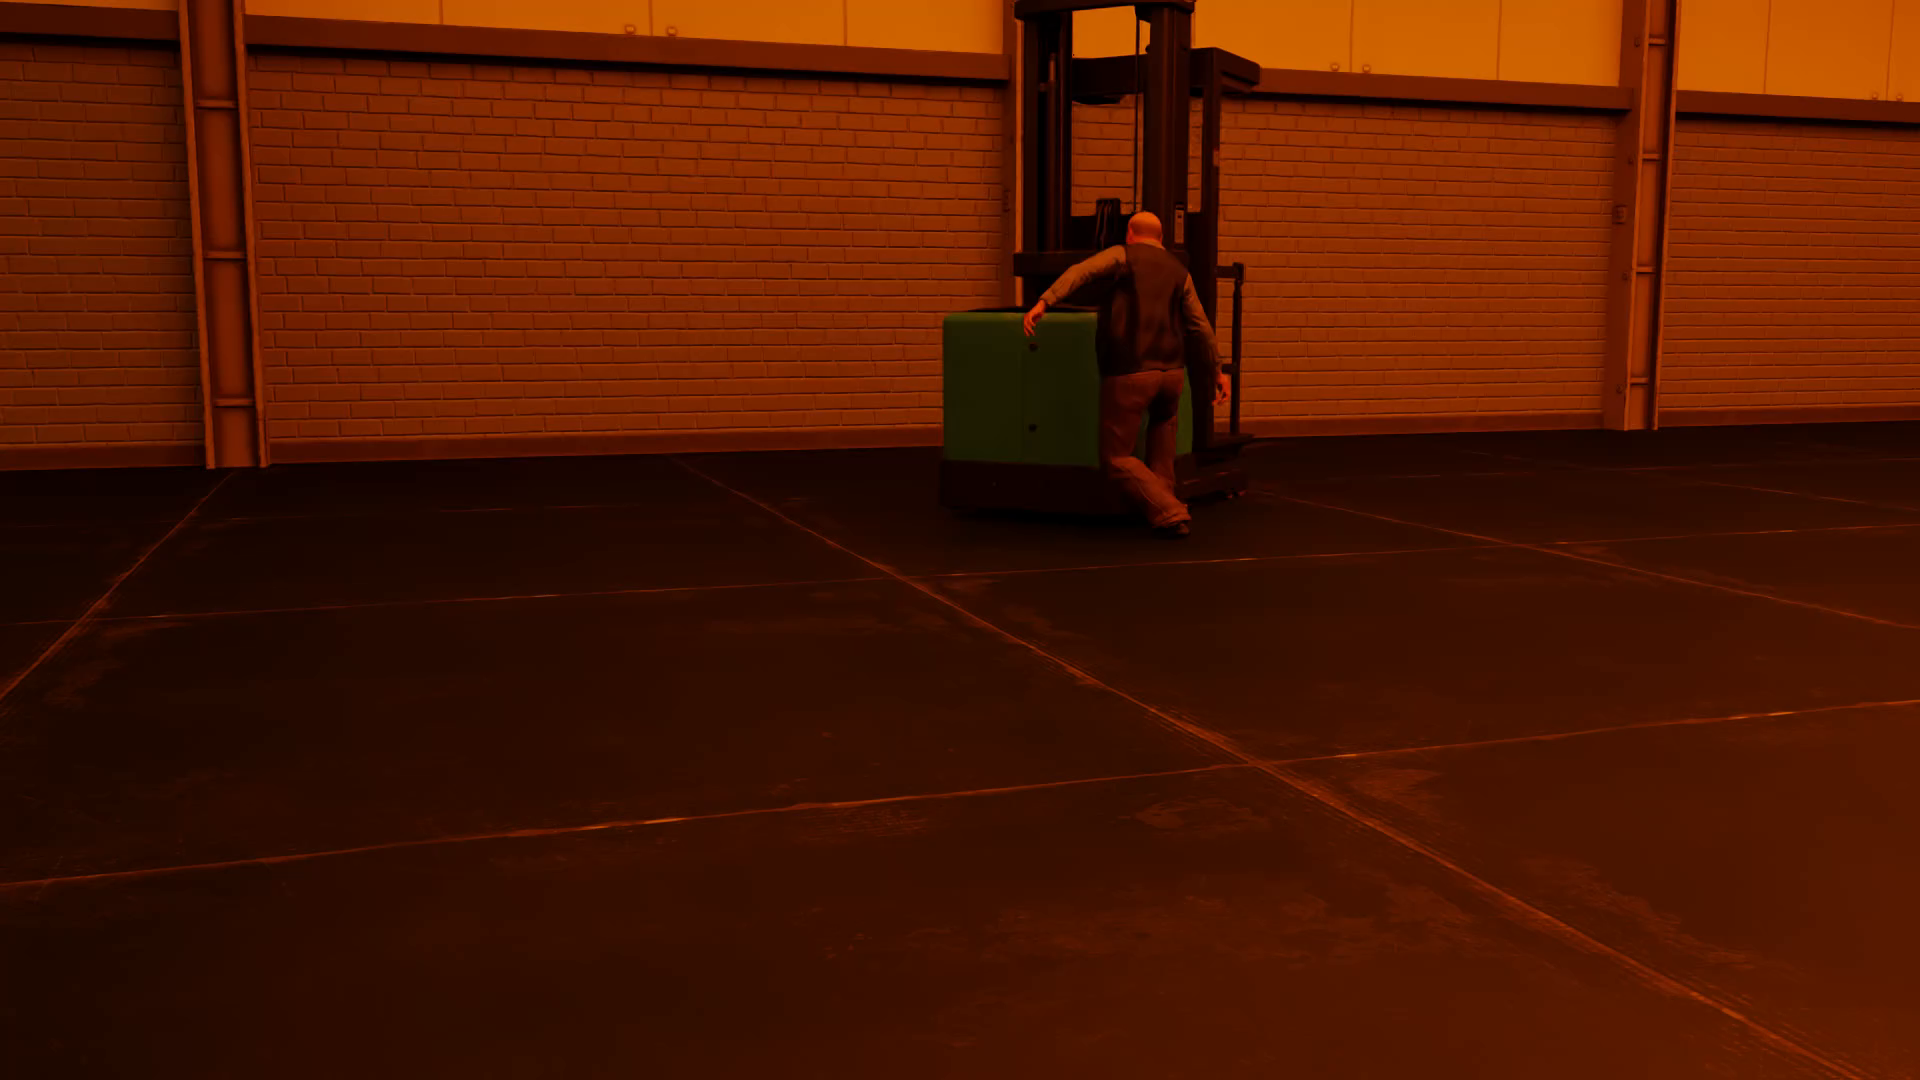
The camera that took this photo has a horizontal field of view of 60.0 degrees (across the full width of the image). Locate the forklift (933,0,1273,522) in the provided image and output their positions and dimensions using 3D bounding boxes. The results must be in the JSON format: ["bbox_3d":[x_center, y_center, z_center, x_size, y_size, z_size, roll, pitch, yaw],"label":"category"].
[{"bbox_3d":[1.016,-1.702,9.563,1.130,2.935,3.031,4,9,29],"label":"forklift"}]

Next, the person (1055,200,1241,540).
[{"bbox_3d":[0.923,-0.808,8.026,1.143,1.654,0.529,-6,10,-36],"label":"person"}]
